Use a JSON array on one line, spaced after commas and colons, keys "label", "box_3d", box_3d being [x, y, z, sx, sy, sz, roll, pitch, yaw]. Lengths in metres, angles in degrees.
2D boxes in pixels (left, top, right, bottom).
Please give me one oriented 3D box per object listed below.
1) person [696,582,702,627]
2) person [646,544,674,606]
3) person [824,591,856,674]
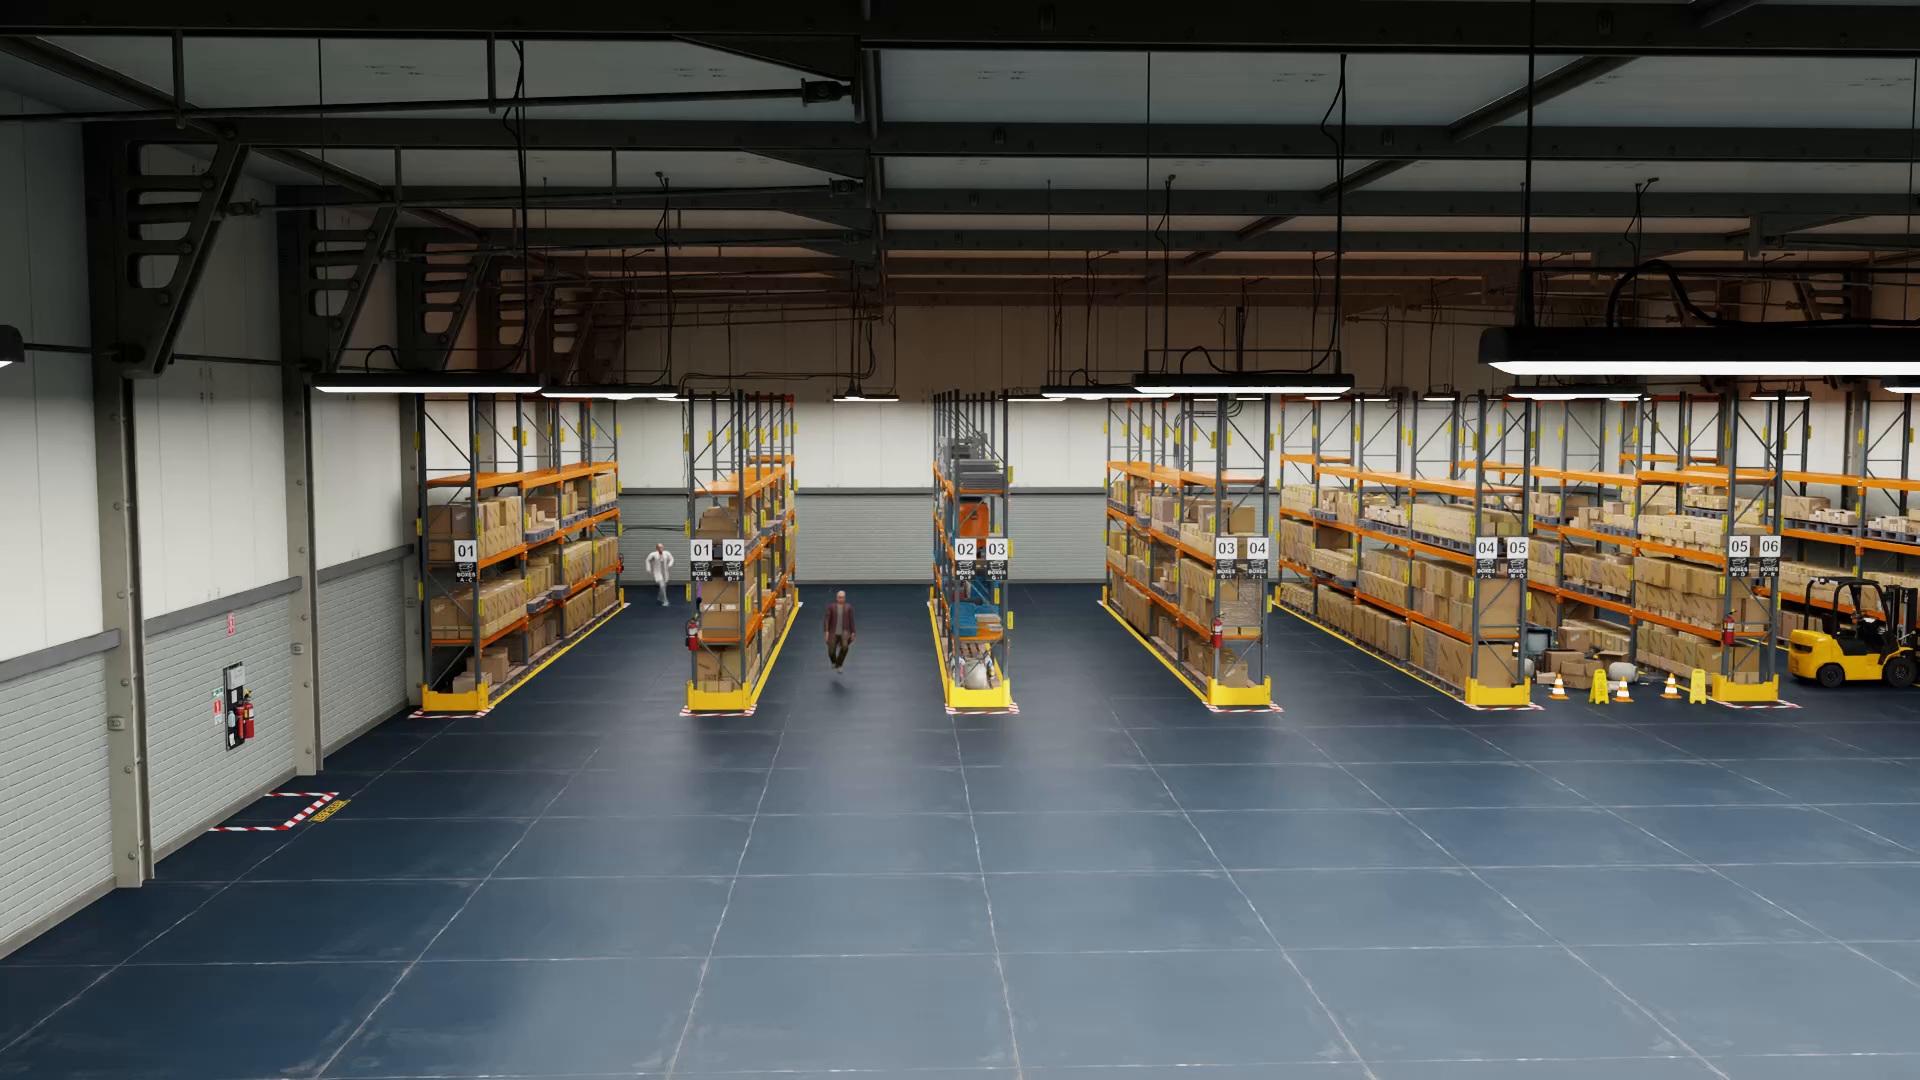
[{"label": "person", "box_3d": [-6.542, 1.477, 42.221, 0.517, 1.600, 0.444, 0, 5, 2]}, {"label": "person", "box_3d": [-8.571, 0.985, 47.531, 0.778, 1.795, 0.885, -3, 5, -31]}, {"label": "person", "box_3d": [-2.475, 1.879, 34.223, 0.675, 1.663, 0.762, -1, 5, -8]}]
